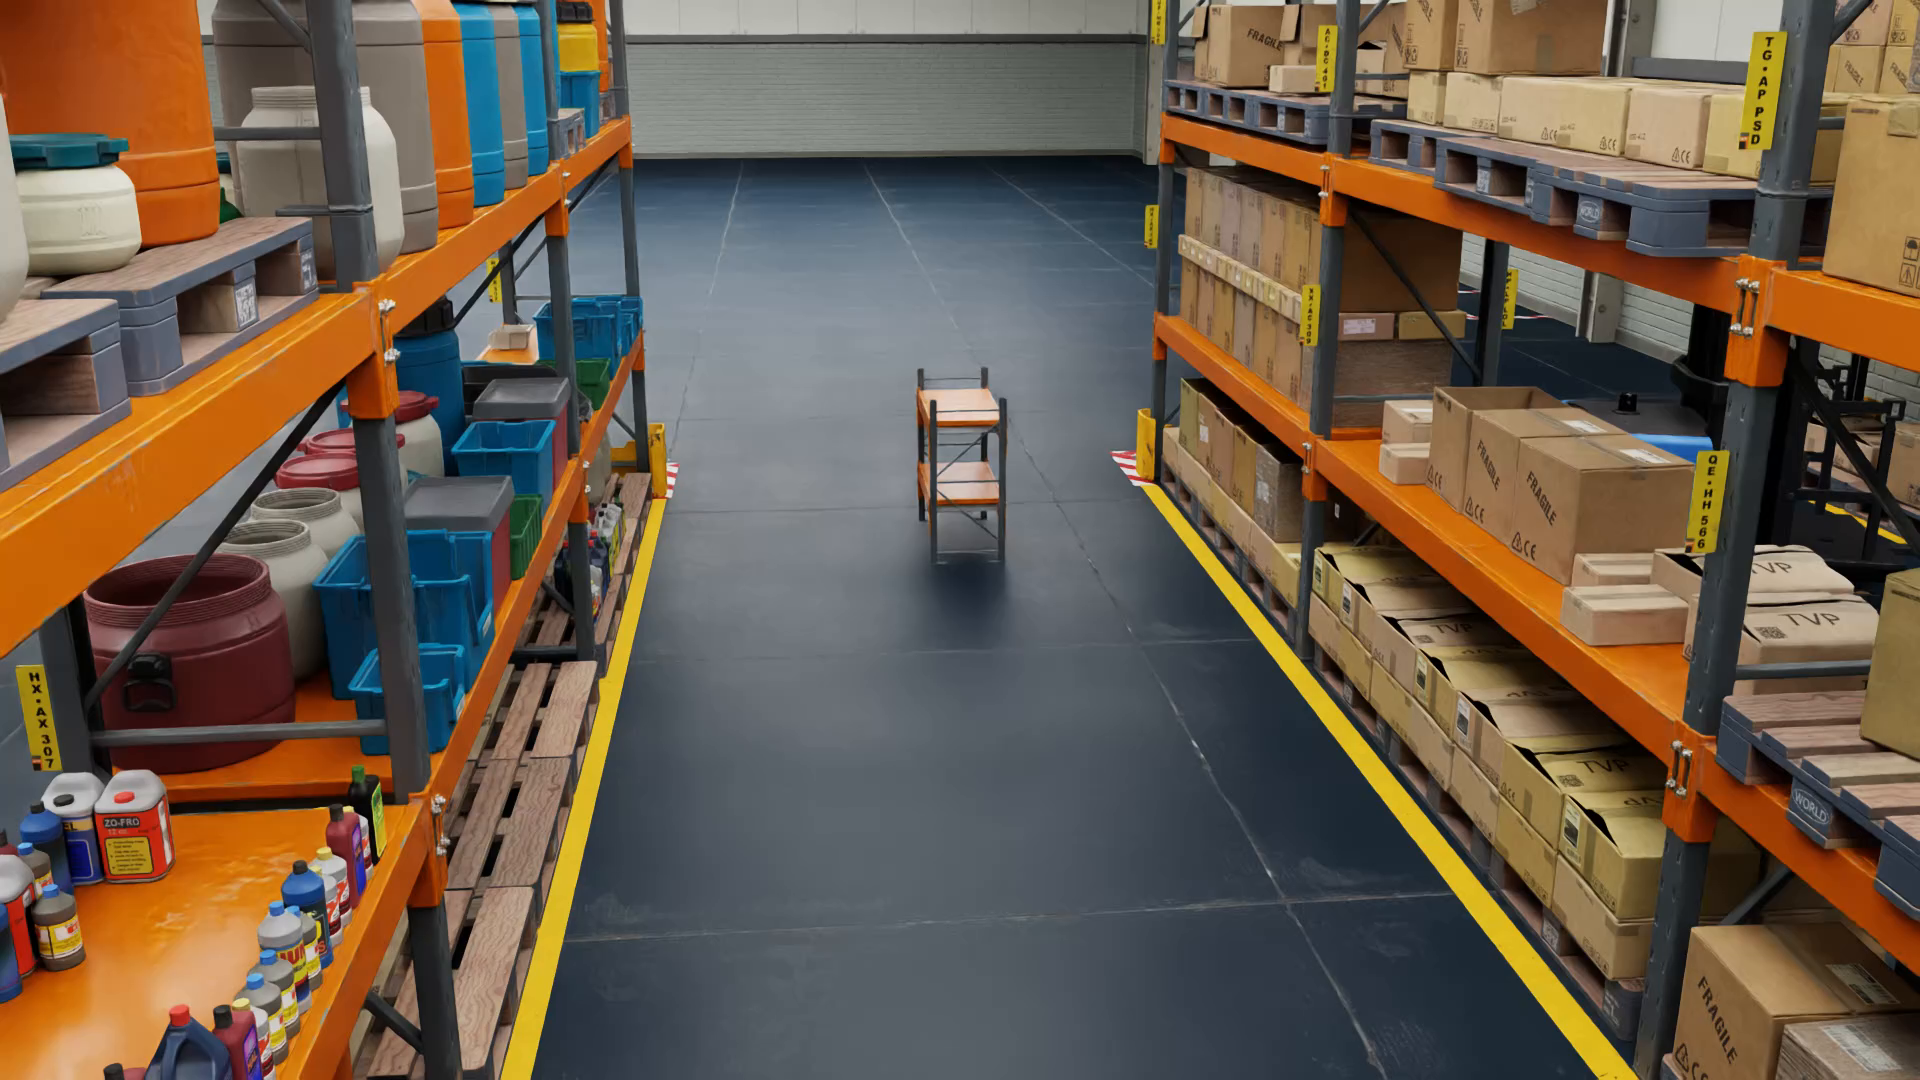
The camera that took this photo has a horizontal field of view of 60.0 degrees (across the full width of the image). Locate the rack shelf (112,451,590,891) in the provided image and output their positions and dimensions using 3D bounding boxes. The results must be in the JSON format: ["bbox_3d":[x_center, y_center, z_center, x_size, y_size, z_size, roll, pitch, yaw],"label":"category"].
[{"bbox_3d":[-2.289,0.318,6.859,1.077,0.370,4.000,-2,18,-6],"label":"rack shelf"}]

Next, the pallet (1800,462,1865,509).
[{"bbox_3d":[7.003,-0.523,12.991,1.003,0.211,1.213,-2,18,-6],"label":"pallet"}]

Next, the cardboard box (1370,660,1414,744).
[{"bbox_3d":[2.335,0.773,8.098,0.500,0.250,0.500,-2,18,-7],"label":"cardboard box"}]

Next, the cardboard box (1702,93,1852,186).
[{"bbox_3d":[2.742,-1.275,5.272,0.500,0.250,0.500,-3,18,-10],"label":"cardboard box"}]

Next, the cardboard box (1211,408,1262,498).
[{"bbox_3d":[2.006,-0.598,11.211,0.500,0.500,0.500,-2,18,-6],"label":"cardboard box"}]

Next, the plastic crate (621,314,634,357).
[{"bbox_3d":[-2.497,-1.409,11.405,0.499,0.251,0.408,-2,18,-6],"label":"plastic crate"}]

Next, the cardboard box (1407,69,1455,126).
[{"bbox_3d":[2.486,-2.149,8.057,0.500,0.250,0.500,0,17,0],"label":"cardboard box"}]

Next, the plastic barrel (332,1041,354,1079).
[{"bbox_3d":[-2.015,1.551,4.652,0.600,0.830,0.708,-2,18,-6],"label":"plastic barrel"}]

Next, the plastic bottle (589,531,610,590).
[{"bbox_3d":[-2.185,0.123,9.966,0.144,0.351,0.185,-3,18,-8],"label":"plastic bottle"}]

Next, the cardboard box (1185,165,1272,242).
[{"bbox_3d":[2.061,-2.477,12.225,0.700,0.500,0.500,-2,18,-5],"label":"cardboard box"}]

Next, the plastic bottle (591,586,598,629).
[{"bbox_3d":[-2.092,0.362,9.337,0.097,0.271,0.097,0,17,0],"label":"plastic bottle"}]

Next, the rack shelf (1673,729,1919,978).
[{"bbox_3d":[3.051,1.357,3.546,1.077,0.370,4.000,-2,18,-6],"label":"rack shelf"}]

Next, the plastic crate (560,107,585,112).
[{"bbox_3d":[-2.387,-2.430,9.755,0.336,0.188,0.450,-2,18,-6],"label":"plastic crate"}]

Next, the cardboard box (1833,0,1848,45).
[{"bbox_3d":[6.745,-3.962,12.413,0.500,0.500,0.500,-3,18,-10],"label":"cardboard box"}]

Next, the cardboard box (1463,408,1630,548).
[{"bbox_3d":[2.601,-0.286,7.412,0.500,0.500,0.500,-2,18,-6],"label":"cardboard box"}]

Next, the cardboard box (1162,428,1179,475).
[{"bbox_3d":[1.854,-0.687,12.747,0.500,0.250,0.500,-2,18,-6],"label":"cardboard box"}]

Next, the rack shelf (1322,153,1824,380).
[{"bbox_3d":[2.639,-1.265,6.893,1.077,0.370,4.000,-2,18,-6],"label":"rack shelf"}]

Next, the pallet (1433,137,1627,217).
[{"bbox_3d":[2.568,-1.455,6.612,1.003,0.211,1.213,-1,17,-3],"label":"pallet"}]

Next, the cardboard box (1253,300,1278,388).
[{"bbox_3d":[2.272,-1.260,10.515,0.700,0.500,0.500,-2,17,-5],"label":"cardboard box"}]

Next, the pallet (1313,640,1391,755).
[{"bbox_3d":[2.547,0.775,8.855,1.003,0.211,1.213,-2,18,-6],"label":"pallet"}]

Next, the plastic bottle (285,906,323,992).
[{"bbox_3d":[-1.569,0.963,3.933,0.097,0.201,0.097,0,17,0],"label":"plastic bottle"}]

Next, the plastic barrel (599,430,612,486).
[{"bbox_3d":[-2.764,-0.633,12.138,0.421,0.512,0.421,0,17,0],"label":"plastic barrel"}]

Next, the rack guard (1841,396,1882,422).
[{"bbox_3d":[6.954,-0.904,13.722,1.175,0.500,0.348,-2,18,-6],"label":"rack guard"}]

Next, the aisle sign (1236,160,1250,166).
[{"bbox_3d":[2.305,-3.234,12.631,0.394,0.787,0.004,-2,18,-6],"label":"aisle sign"}]

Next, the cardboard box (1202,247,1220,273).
[{"bbox_3d":[1.924,-1.971,11.696,0.380,0.149,0.250,-2,18,-6],"label":"cardboard box"}]

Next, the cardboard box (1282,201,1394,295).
[{"bbox_3d":[2.327,-1.723,9.823,0.700,0.500,0.500,-2,18,-6],"label":"cardboard box"}]

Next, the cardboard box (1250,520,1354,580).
[{"bbox_3d":[2.125,0.057,10.376,0.500,0.250,0.500,-2,18,-6],"label":"cardboard box"}]

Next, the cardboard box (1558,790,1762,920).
[{"bbox_3d":[2.546,1.114,6.075,0.500,0.311,0.500,-1,17,-4],"label":"cardboard box"}]

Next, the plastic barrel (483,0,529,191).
[{"bbox_3d":[-2.159,-1.952,7.043,0.600,0.901,0.600,0,17,0],"label":"plastic barrel"}]

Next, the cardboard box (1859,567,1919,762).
[{"bbox_3d":[3.022,0.354,4.672,0.700,0.500,0.500,-8,19,-24],"label":"cardboard box"}]

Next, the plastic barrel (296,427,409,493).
[{"bbox_3d":[-2.539,-0.176,7.003,0.433,0.535,0.433,0,17,0],"label":"plastic barrel"}]

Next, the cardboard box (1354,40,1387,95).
[{"bbox_3d":[2.587,-2.748,9.629,0.500,0.311,0.500,-3,18,-9],"label":"cardboard box"}]

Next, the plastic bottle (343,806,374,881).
[{"bbox_3d":[-1.623,0.807,4.429,0.097,0.201,0.097,0,17,0],"label":"plastic bottle"}]

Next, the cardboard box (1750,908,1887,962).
[{"bbox_3d":[3.083,1.365,6.212,0.500,0.250,0.500,-2,18,-6],"label":"cardboard box"}]

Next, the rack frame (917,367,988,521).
[{"bbox_3d":[-0.052,-0.686,11.985,0.500,1.125,0.032,-2,18,-6],"label":"rack frame"}]

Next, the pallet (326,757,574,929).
[{"bbox_3d":[-2.246,1.306,7.165,1.003,0.211,1.213,-2,18,-6],"label":"pallet"}]

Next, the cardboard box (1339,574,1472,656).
[{"bbox_3d":[2.274,0.351,8.505,0.500,0.311,0.500,-2,18,-6],"label":"cardboard box"}]

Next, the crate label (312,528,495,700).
[{"bbox_3d":[-1.916,0.249,5.817,0.502,0.435,0.616,-2,18,-6],"label":"crate label"}]

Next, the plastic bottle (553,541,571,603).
[{"bbox_3d":[-2.309,0.184,9.772,0.144,0.351,0.185,-2,18,-6],"label":"plastic bottle"}]

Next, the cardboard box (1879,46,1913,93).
[{"bbox_3d":[6.810,-3.185,11.605,0.500,0.500,0.500,-1,17,-3],"label":"cardboard box"}]

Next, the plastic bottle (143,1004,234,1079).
[{"bbox_3d":[-1.524,1.090,3.279,0.144,0.351,0.185,-2,18,-6],"label":"plastic bottle"}]

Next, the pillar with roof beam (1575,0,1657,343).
[{"bbox_3d":[2.978,-6.454,17.212,9.100,9.000,0.400,-2,18,-6],"label":"pillar with roof beam"}]

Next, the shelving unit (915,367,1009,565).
[{"bbox_3d":[0.001,-0.535,11.502,0.538,1.125,1.048,-2,18,-6],"label":"shelving unit"}]

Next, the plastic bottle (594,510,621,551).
[{"bbox_3d":[-2.269,-0.073,10.714,0.152,0.276,0.135,-2,18,-7],"label":"plastic bottle"}]

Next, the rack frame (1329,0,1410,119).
[{"bbox_3d":[2.432,-3.636,8.234,1.000,3.000,0.127,-2,18,-6],"label":"rack frame"}]

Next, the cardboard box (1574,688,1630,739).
[{"bbox_3d":[2.970,0.789,7.110,0.500,0.311,0.500,-2,18,-7],"label":"cardboard box"}]

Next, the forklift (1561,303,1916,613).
[{"bbox_3d":[5.333,-1.092,10.262,3.031,2.935,1.130,3,18,10],"label":"forklift"}]

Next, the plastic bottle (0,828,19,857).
[{"bbox_3d":[-2.371,0.864,4.111,0.061,0.283,0.133,-2,18,-6],"label":"plastic bottle"}]

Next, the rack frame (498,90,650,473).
[{"bbox_3d":[-2.908,-1.813,12.445,1.000,3.000,0.127,-2,18,-6],"label":"rack frame"}]

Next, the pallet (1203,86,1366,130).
[{"bbox_3d":[2.196,-2.778,10.659,1.003,0.211,1.213,-2,18,-6],"label":"pallet"}]

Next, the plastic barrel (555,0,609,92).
[{"bbox_3d":[-2.731,-3.509,11.420,0.600,0.830,0.708,-2,18,-6],"label":"plastic barrel"}]

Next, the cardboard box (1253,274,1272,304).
[{"bbox_3d":[2.062,-1.583,10.463,0.380,0.149,0.250,-1,17,-4],"label":"cardboard box"}]

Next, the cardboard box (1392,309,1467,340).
[{"bbox_3d":[2.597,-1.217,9.295,0.380,0.149,0.250,-2,18,-6],"label":"cardboard box"}]

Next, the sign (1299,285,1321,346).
[{"bbox_3d":[1.880,-1.207,8.935,0.100,0.325,0.005,-2,18,-6],"label":"sign"}]

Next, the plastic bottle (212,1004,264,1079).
[{"bbox_3d":[-1.499,1.074,3.444,0.061,0.283,0.133,-2,18,-6],"label":"plastic bottle"}]
